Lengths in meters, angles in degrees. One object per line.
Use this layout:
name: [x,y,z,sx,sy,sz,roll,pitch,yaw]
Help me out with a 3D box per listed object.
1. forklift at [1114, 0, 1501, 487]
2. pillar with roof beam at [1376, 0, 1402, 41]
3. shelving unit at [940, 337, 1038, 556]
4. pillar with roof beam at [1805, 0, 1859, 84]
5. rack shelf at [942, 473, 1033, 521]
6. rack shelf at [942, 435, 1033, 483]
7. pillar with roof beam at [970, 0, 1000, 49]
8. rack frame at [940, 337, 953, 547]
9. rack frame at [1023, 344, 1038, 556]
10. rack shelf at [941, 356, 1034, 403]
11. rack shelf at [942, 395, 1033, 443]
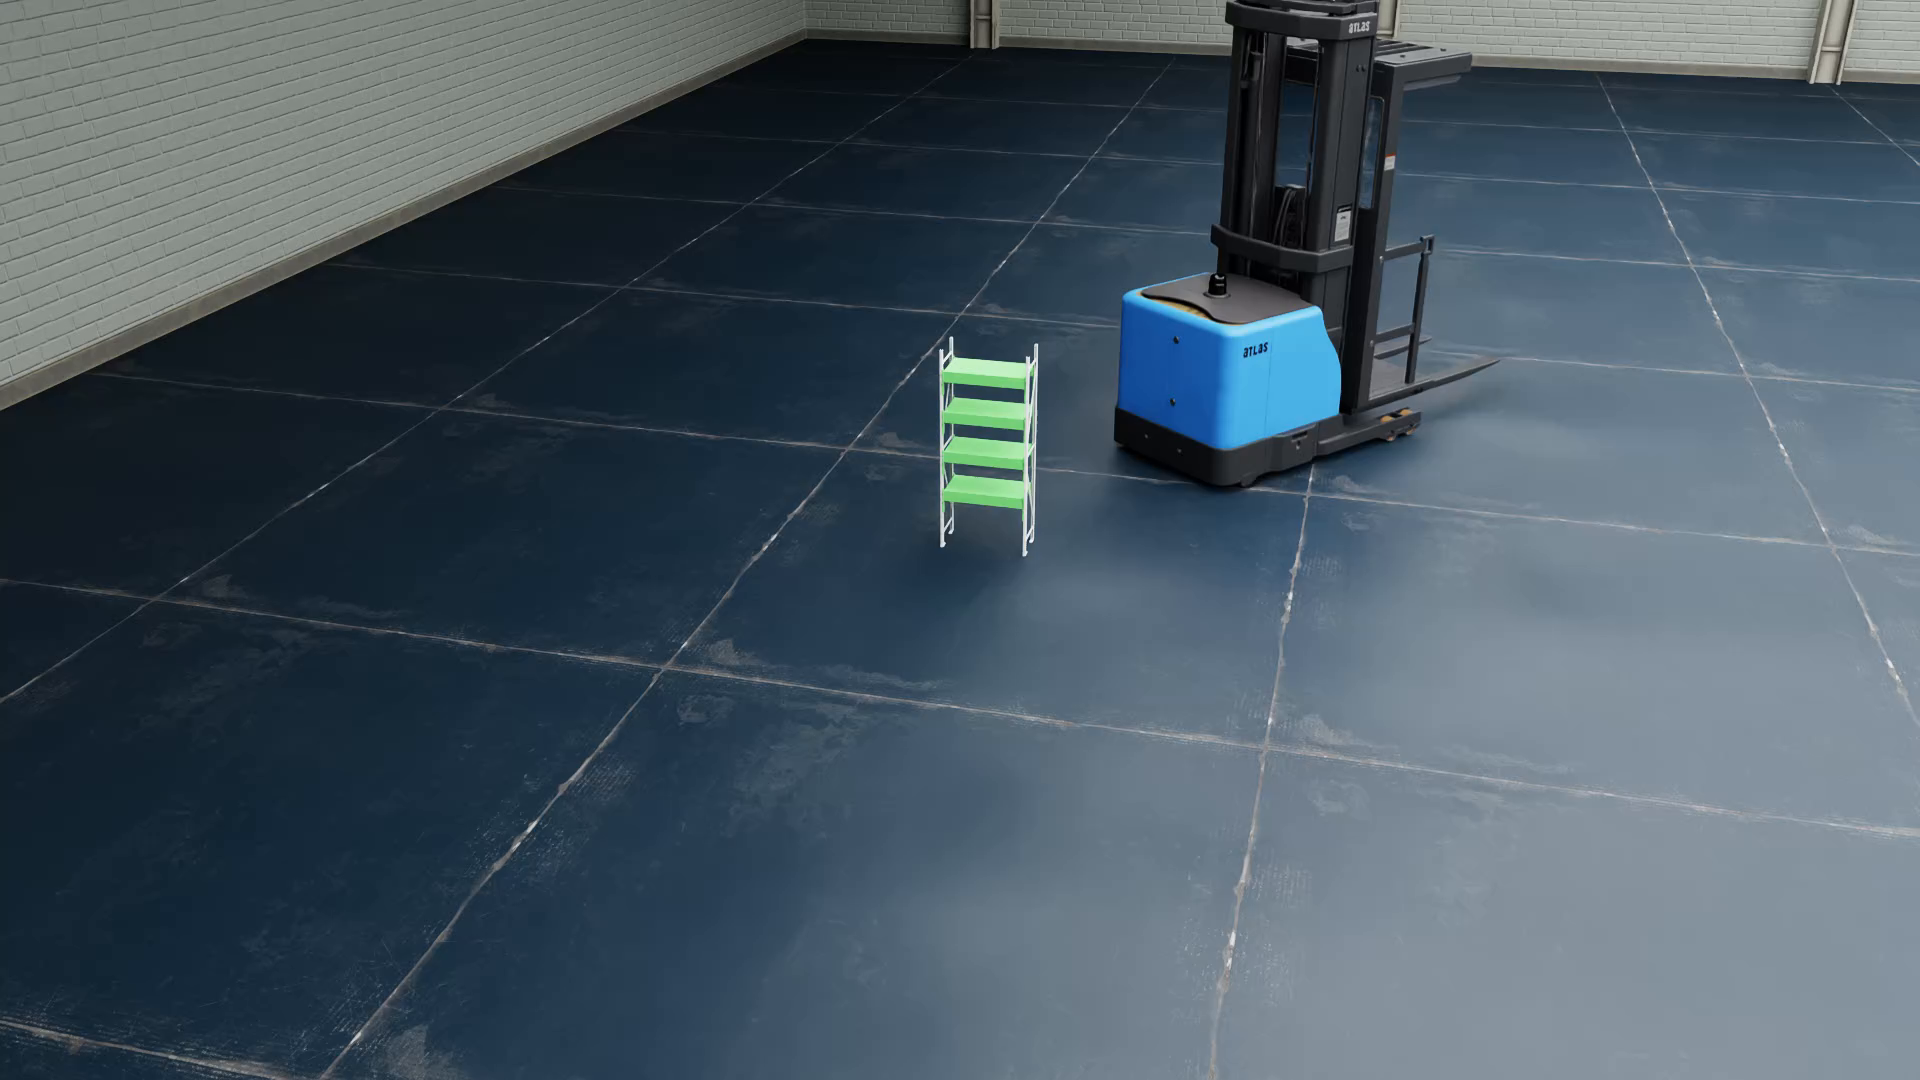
forklift: [2.495,-2.148,10.852,3.031,2.935,1.130,-18,31,-33]
pillar with roof beam: [5.123,-9.290,18.794,0.400,9.000,9.100,6,26,13]
shelving unit: [0.160,-0.524,9.455,0.503,1.200,0.258,6,26,13]
pillar with roof beam: [10.934,-8.647,17.444,0.400,9.000,9.100,6,26,13]
rack shelf: [0.160,-0.250,9.585,0.480,0.148,0.258,6,26,13]
rack shelf: [0.160,-0.466,9.482,0.480,0.148,0.258,6,26,13]
pillar with roof beam: [-0.688,-9.932,20.143,0.400,9.000,9.100,6,26,13]
rack frame: [-0.076,-0.550,9.510,0.015,1.200,0.240,6,26,13]
rack frame: [0.397,-0.498,9.400,0.015,1.200,0.240,6,26,13]
rack shelf: [0.160,-0.900,9.276,0.480,0.148,0.258,6,26,13]
rack shelf: [0.160,-0.683,9.379,0.480,0.148,0.258,6,26,13]
